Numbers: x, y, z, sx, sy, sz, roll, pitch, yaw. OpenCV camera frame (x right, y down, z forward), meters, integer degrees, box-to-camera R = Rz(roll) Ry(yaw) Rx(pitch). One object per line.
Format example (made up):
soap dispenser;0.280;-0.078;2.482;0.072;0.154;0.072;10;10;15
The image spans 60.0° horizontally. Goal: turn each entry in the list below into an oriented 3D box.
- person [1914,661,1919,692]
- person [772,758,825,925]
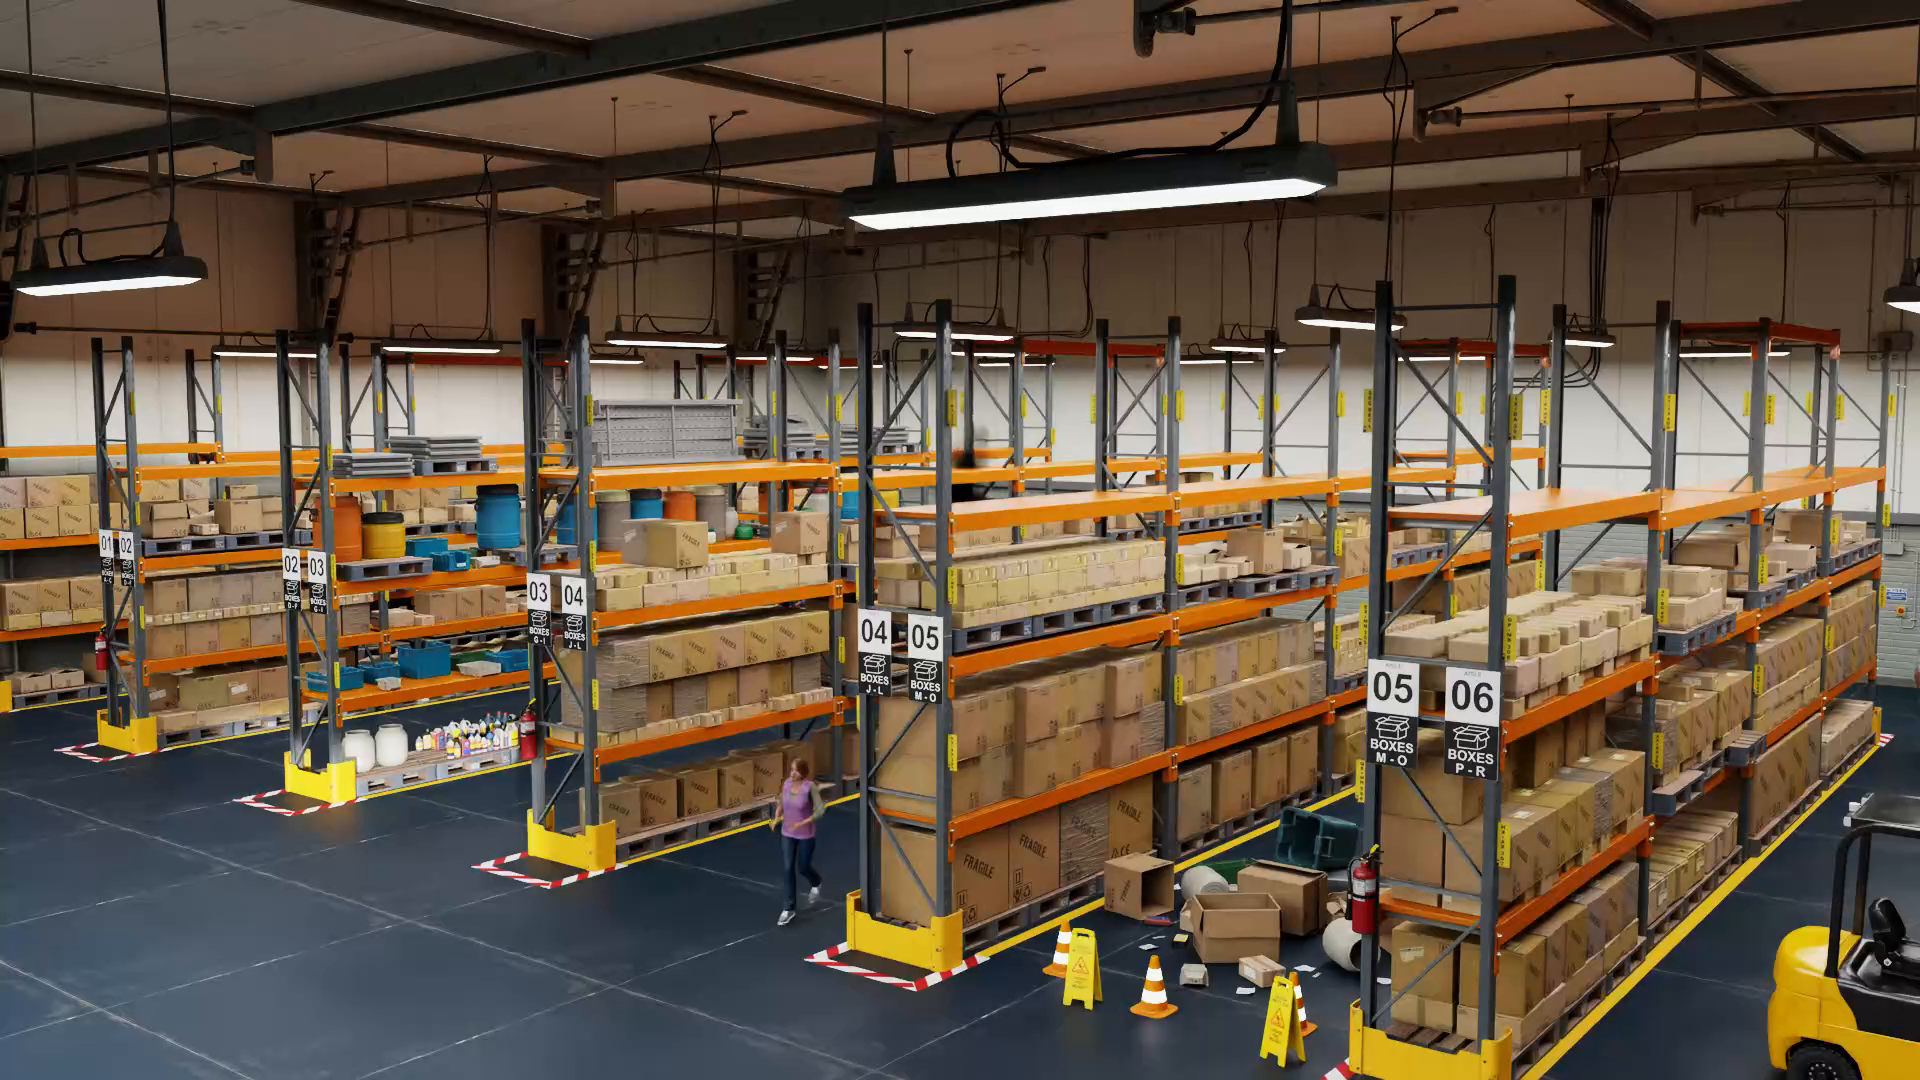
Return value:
person;14.032;2.256;23.951;0.564;1.650;0.918;2;5;24
person;-1.586;2.936;16.504;0.559;1.599;0.783;2;5;17
